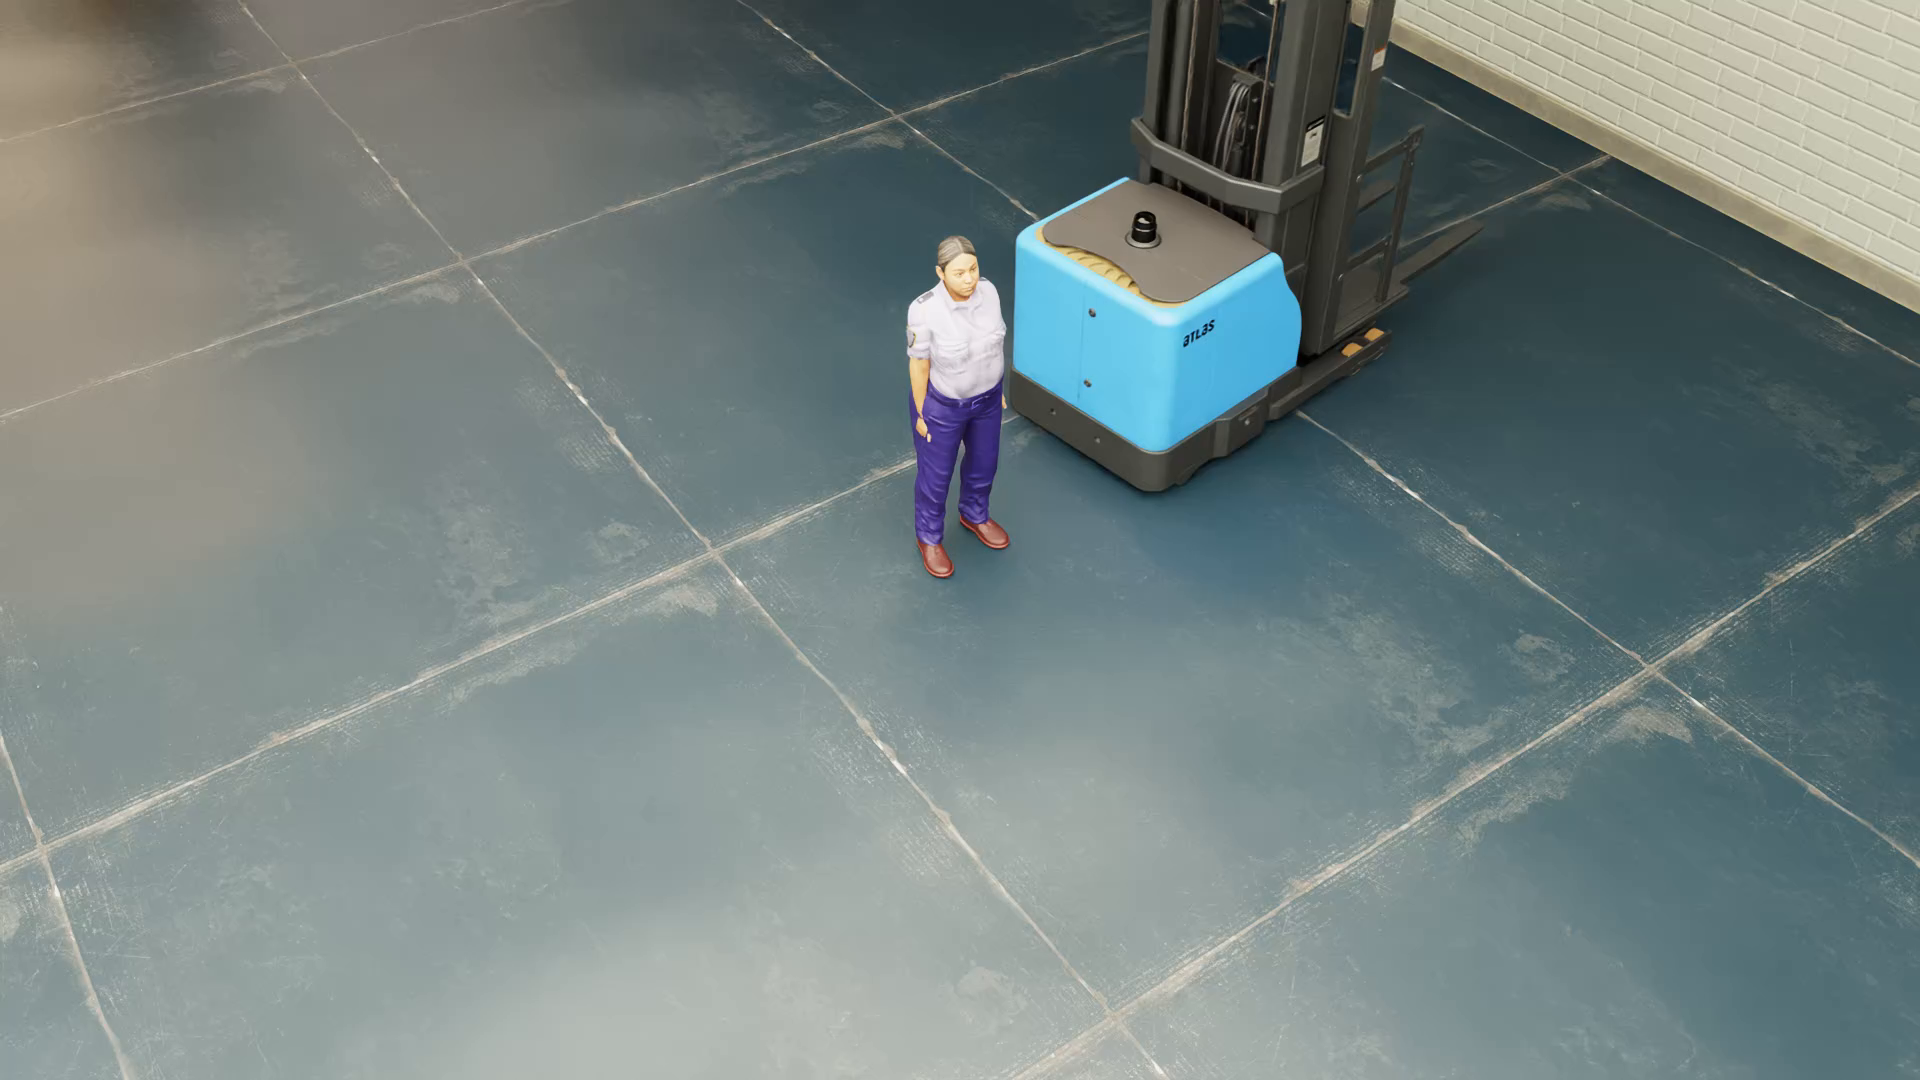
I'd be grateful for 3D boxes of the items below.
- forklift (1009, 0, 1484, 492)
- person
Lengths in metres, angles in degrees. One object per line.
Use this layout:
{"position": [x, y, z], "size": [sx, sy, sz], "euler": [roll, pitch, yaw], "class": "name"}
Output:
{"position": [1.671, -2.188, 8.090], "size": [3.031, 2.935, 1.130], "euler": [-32, 52, -30], "class": "forklift"}
{"position": [-0.005, -0.596, 7.315], "size": [0.476, 1.651, 0.361], "euler": [-25, 48, -25], "class": "person"}
